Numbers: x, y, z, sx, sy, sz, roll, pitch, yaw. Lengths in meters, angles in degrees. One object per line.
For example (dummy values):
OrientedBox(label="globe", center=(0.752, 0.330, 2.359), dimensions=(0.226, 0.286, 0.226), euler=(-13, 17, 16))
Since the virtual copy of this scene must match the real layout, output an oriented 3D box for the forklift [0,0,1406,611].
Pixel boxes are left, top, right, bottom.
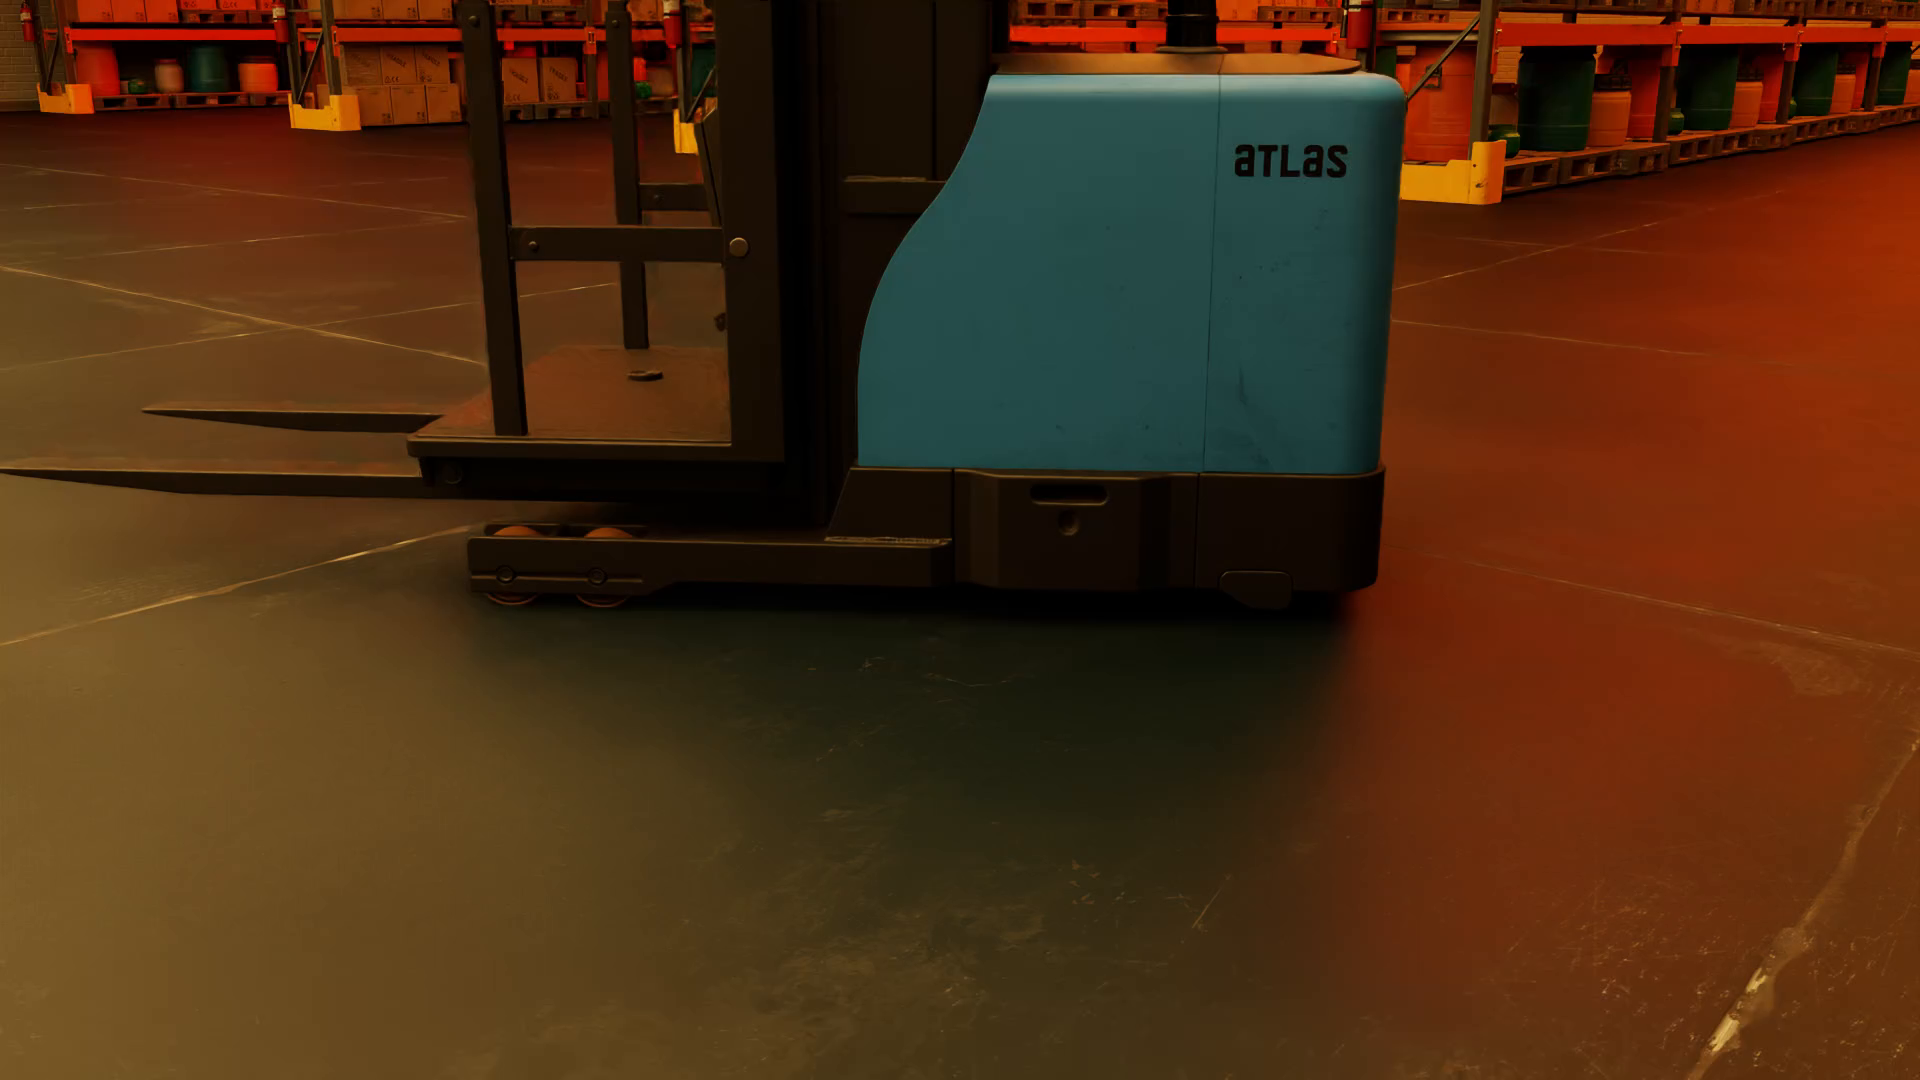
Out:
OrientedBox(label="forklift", center=(-0.619, -1.411, 3.544), dimensions=(3.031, 2.935, 1.130), euler=(1, 17, 4))
